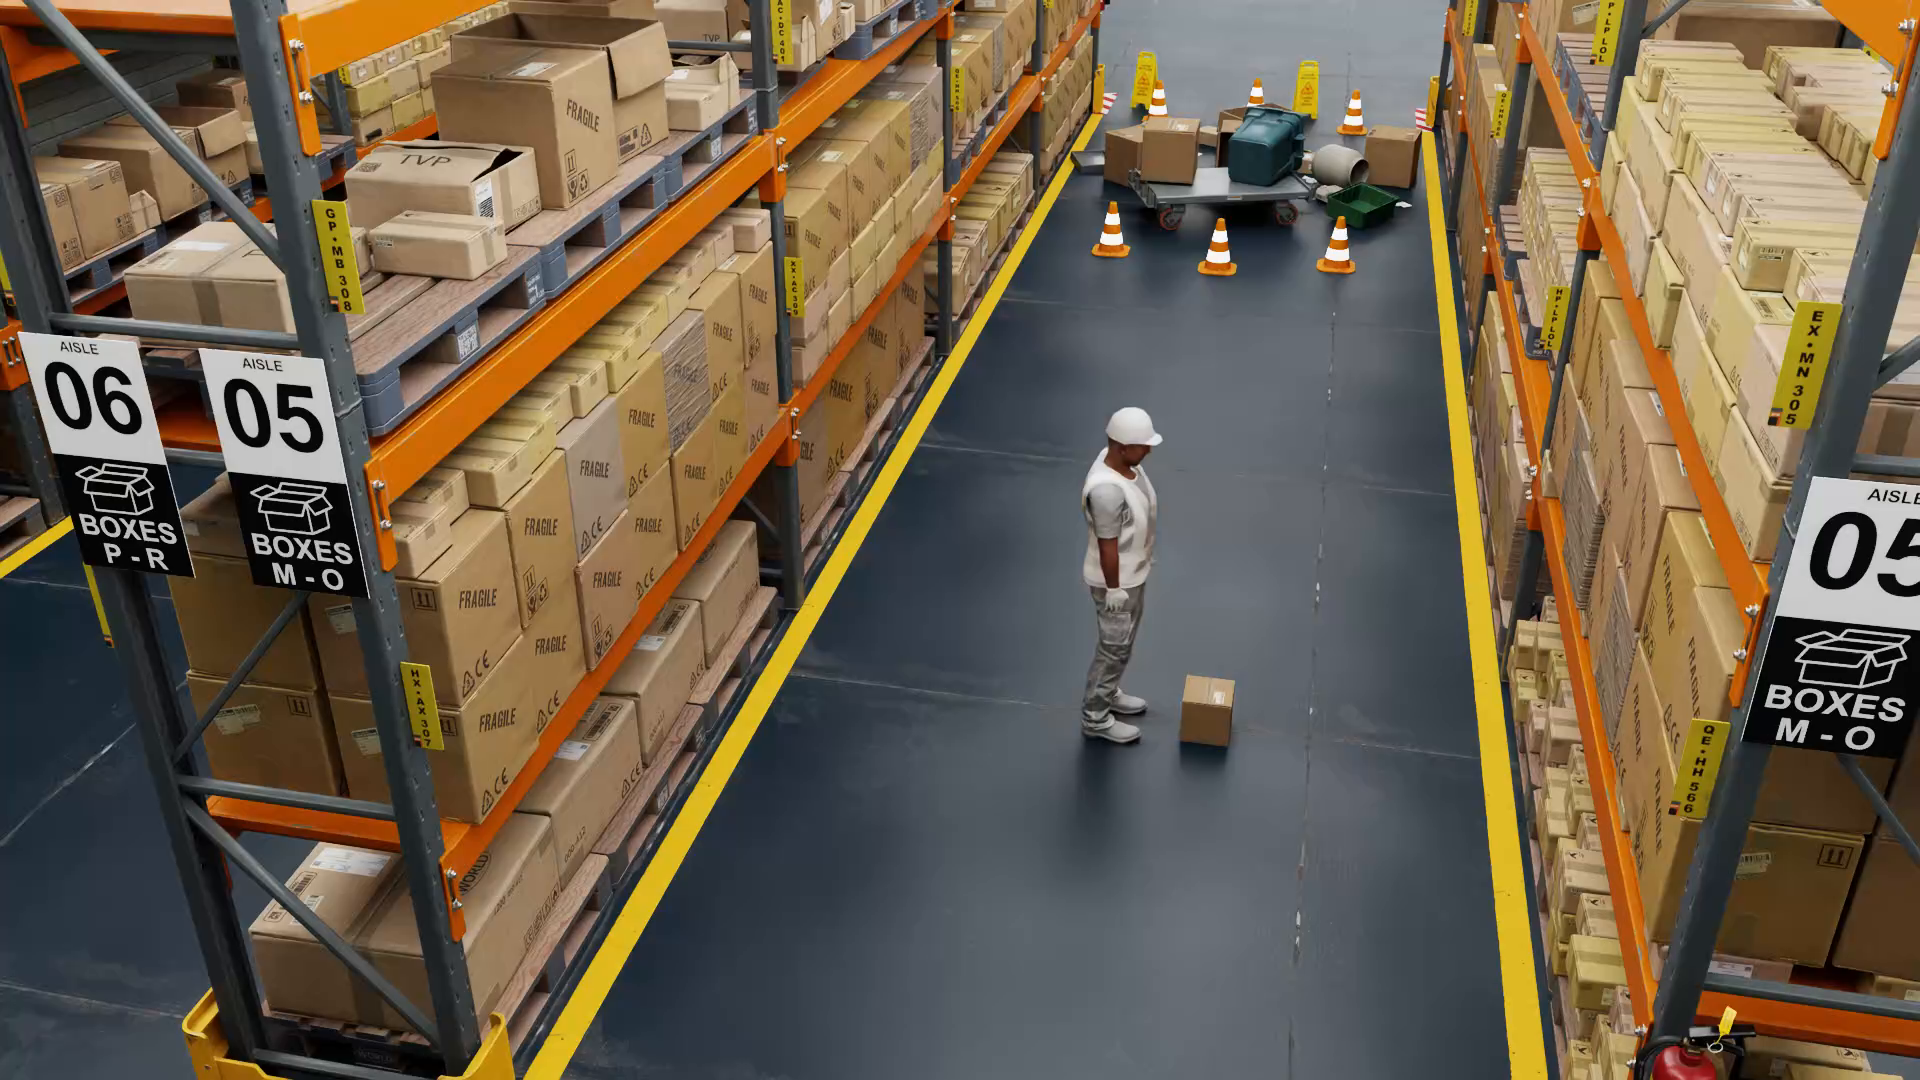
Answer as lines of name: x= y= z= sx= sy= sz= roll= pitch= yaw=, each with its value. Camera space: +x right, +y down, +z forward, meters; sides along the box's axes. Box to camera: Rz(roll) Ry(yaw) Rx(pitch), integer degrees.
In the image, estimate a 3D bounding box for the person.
person: x=0.793 y=0.157 z=8.320 sx=0.362 sy=1.775 sz=0.549 roll=6 pitch=29 yaw=12
